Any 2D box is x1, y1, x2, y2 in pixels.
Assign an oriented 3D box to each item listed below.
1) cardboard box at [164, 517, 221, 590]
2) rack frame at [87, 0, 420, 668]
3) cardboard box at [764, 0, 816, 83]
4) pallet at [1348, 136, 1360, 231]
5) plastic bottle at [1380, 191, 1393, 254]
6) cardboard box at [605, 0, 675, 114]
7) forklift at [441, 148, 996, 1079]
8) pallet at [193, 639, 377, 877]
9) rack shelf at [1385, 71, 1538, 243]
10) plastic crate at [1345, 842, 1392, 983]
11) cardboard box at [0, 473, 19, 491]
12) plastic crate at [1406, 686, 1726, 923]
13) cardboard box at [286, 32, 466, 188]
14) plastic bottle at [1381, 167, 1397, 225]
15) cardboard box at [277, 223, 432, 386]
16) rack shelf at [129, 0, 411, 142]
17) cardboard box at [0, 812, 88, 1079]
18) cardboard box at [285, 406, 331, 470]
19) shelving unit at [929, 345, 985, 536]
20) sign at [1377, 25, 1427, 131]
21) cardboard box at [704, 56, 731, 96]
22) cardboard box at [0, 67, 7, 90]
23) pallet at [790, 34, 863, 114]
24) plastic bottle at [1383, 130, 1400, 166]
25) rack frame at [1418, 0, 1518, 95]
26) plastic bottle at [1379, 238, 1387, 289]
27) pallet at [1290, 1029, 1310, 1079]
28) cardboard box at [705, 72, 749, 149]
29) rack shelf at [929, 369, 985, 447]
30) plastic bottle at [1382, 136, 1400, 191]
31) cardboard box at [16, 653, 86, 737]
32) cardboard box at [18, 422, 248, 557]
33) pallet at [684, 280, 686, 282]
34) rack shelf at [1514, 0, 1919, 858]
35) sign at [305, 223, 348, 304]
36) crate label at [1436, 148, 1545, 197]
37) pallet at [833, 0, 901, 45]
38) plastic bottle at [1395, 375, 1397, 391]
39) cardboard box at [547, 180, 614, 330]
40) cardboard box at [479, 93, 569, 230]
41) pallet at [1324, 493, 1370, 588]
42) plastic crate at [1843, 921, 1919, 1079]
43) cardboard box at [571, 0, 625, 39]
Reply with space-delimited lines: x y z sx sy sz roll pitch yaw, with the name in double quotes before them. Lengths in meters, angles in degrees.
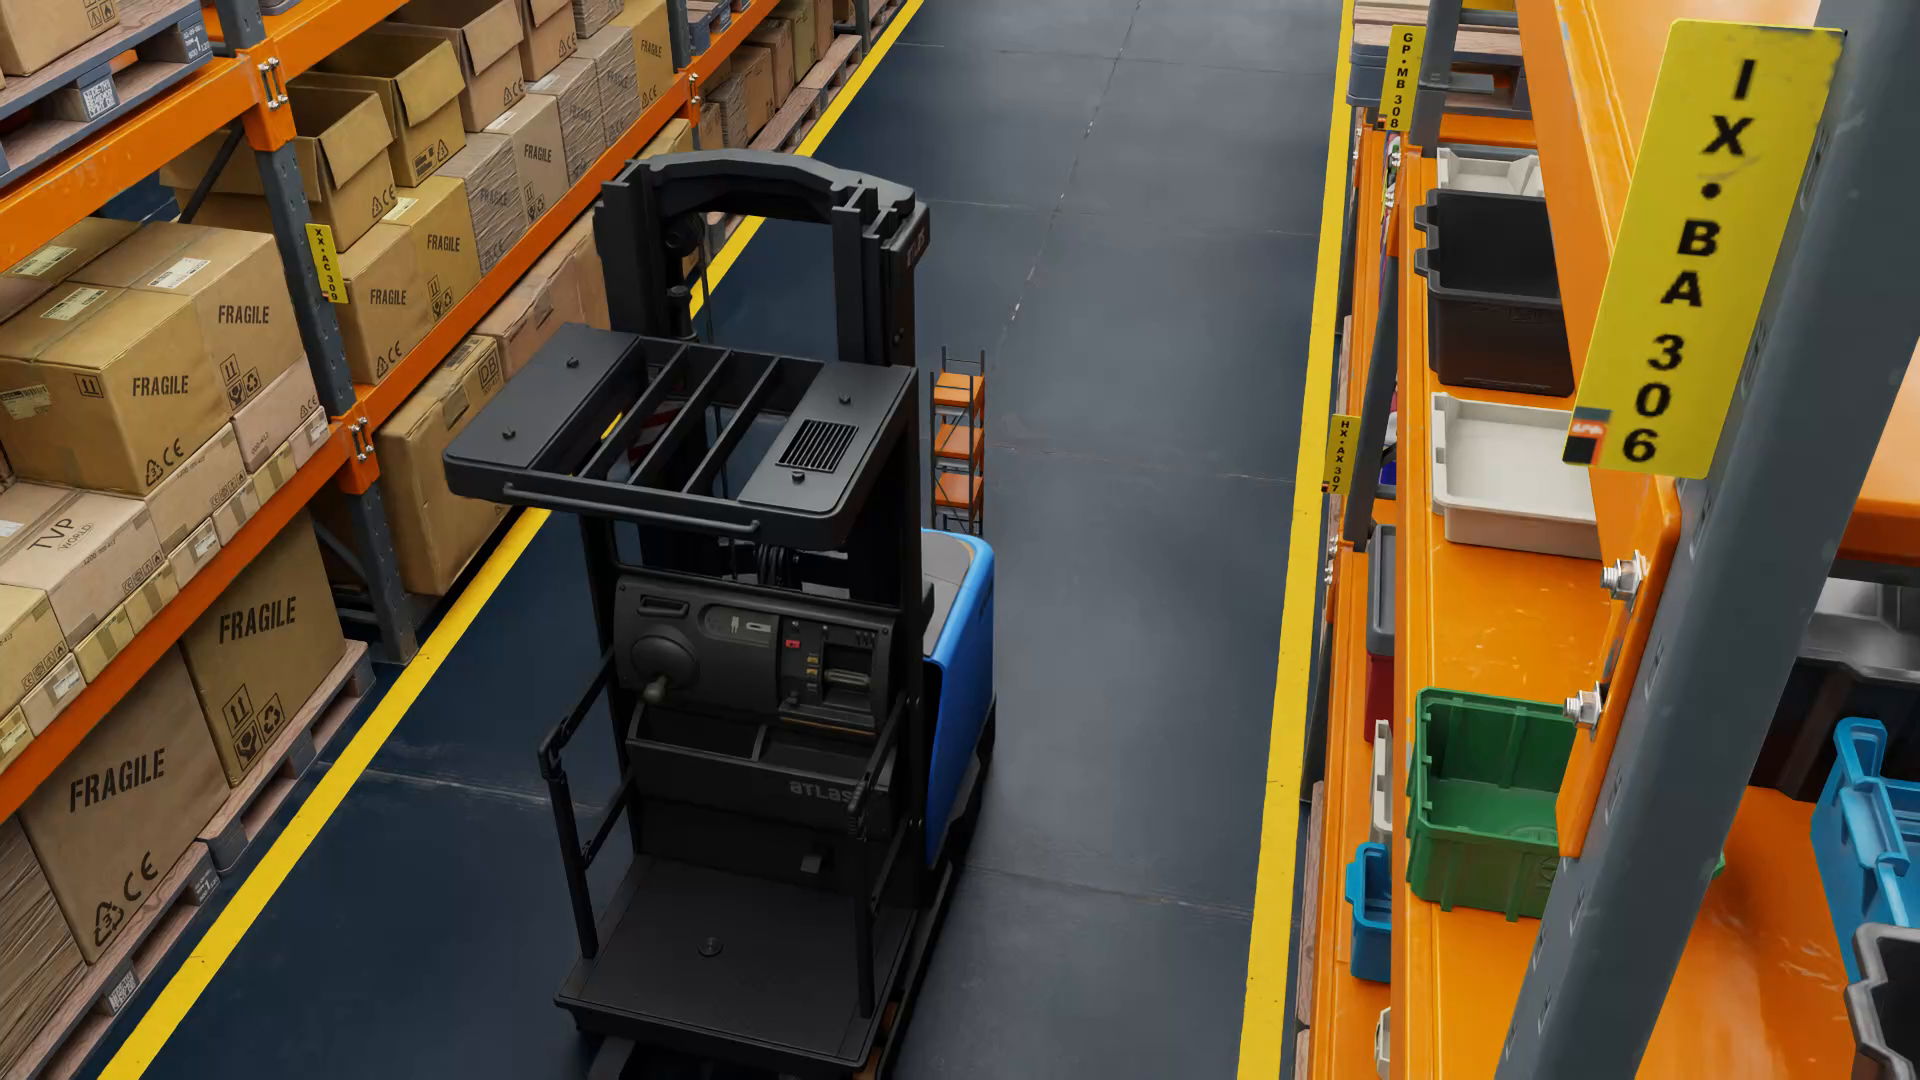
"cardboard box" -2.866 0.022 5.878 0.380 0.149 0.250 8 37 11
"rack frame" -2.957 -0.738 6.712 1.000 3.000 0.127 7 37 10
"cardboard box" -1.520 -3.870 12.789 0.700 0.500 0.500 7 37 10
"pallet" 3.202 -2.418 11.406 1.003 0.211 1.213 7 37 10
"plastic bottle" 2.037 -1.499 7.862 0.061 0.283 0.133 7 37 10
"cardboard box" -1.966 -2.758 9.414 0.500 0.500 0.500 8 37 11
"forklift" -0.717 0.440 5.146 1.130 2.935 3.031 9 37 12
"pallet" -3.196 0.817 6.943 1.003 0.211 1.213 7 37 10
"rack shelf" 2.309 -2.187 6.769 1.077 0.370 4.000 7 37 10
"plastic crate" 1.216 1.010 4.392 0.416 0.233 0.300 7 37 10
"cardboard box" -3.424 -0.277 5.950 0.500 0.250 0.500 7 37 10
"plastic crate" 0.959 0.446 2.703 0.450 0.188 0.336 7 37 10
"cardboard box" -2.670 -1.944 7.436 0.797 0.503 0.637 8 37 10
"plastic bottle" 2.107 -1.687 8.121 0.061 0.283 0.133 7 37 10
"cardboard box" -2.614 -1.011 7.004 0.500 0.500 0.500 7 37 10
"rack shelf" -2.529 -2.808 7.625 1.077 0.370 4.000 7 37 10
"cardboard box" -3.558 1.347 5.289 0.875 0.875 0.875 7 37 10
"cardboard box" -2.702 -0.421 6.488 0.380 0.149 0.250 8 37 10
"shelving unit" -0.011 -0.394 7.900 0.215 1.050 0.252 7 37 10
"sign" 1.345 -1.405 5.070 0.100 0.325 0.005 7 37 10
"cardboard box" -1.885 -3.194 11.217 0.500 0.250 0.500 11 37 15
"cardboard box" -3.184 -1.440 4.596 0.700 0.500 0.500 9 37 12
"pallet" -1.413 -3.749 13.243 1.003 0.211 1.213 7 37 10
"plastic bottle" 2.277 -2.088 8.684 0.097 0.271 0.097 0 36 0
"rack frame" 1.882 -2.546 4.095 1.000 3.000 0.127 7 37 10
"plastic bottle" 1.994 -1.297 7.525 0.144 0.351 0.185 7 37 10
"pallet" 1.504 2.140 5.118 1.003 0.211 1.213 7 37 10
"cardboard box" -1.873 -2.904 11.455 0.700 0.500 0.500 4 36 6
"rack shelf" -0.011 -0.616 7.739 0.215 0.259 0.240 7 37 10
"plastic bottle" 2.229 -1.887 8.404 0.152 0.276 0.135 7 37 10
"cardboard box" -3.031 0.462 5.271 0.380 0.149 0.250 8 37 11
"cardboard box" -2.903 -0.215 5.865 0.500 0.250 0.500 8 37 11
"pallet" -2.344 -1.460 10.084 1.003 0.211 1.213 7 37 10
"rack shelf" 1.455 -0.947 2.842 1.077 0.370 4.000 7 37 10
"sign" -2.414 -1.052 6.340 0.100 0.325 0.005 7 37 10
"crate label" 1.495 -0.981 4.716 0.293 0.136 0.466 7 37 10
"pallet" -1.139 -4.585 14.396 1.003 0.211 1.213 7 37 10
"plastic bottle" 1.728 -0.543 6.549 0.152 0.276 0.135 7 37 10
"cardboard box" -2.468 -1.438 9.131 1.225 0.875 0.875 7 37 10
"cardboard box" -2.295 -1.883 8.207 0.500 0.500 0.500 8 37 11
"pallet" 2.346 -0.127 8.245 1.003 0.211 1.213 7 37 10
"plastic crate" 1.382 0.828 2.106 0.497 0.269 0.590 7 37 10
"cardboard box" -2.274 -3.061 8.977 0.797 0.503 0.637 9 37 12
